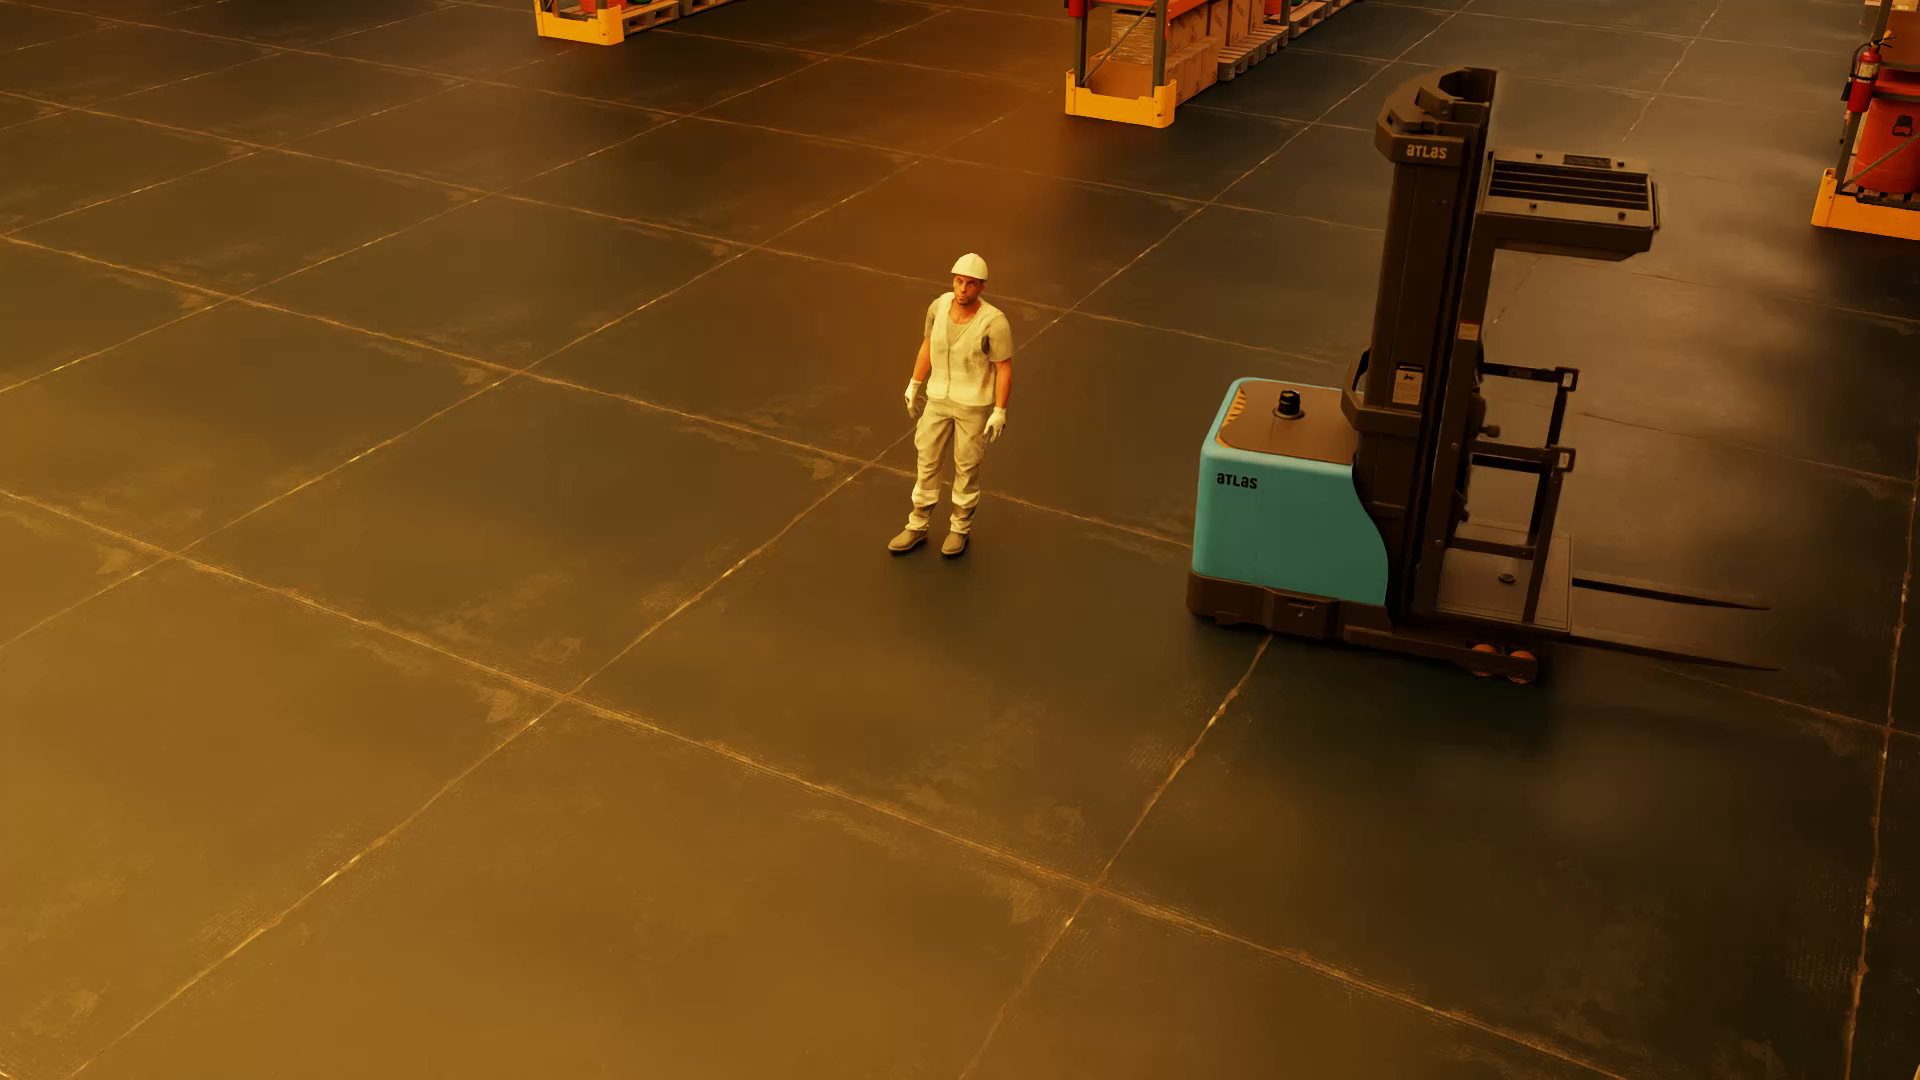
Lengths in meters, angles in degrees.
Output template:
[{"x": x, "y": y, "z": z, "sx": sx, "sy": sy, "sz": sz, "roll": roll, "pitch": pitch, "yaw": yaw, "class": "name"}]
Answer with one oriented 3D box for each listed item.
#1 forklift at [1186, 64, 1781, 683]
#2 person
[{"x": 2.831, "y": -0.819, "z": 8.490, "sx": 3.031, "sy": 2.935, "sz": 1.130, "roll": 10, "pitch": 31, "yaw": 16, "class": "forklift"}, {"x": -0.049, "y": -0.748, "z": 9.496, "sx": 0.636, "sy": 1.789, "sz": 0.562, "roll": 15, "pitch": 33, "yaw": 25, "class": "person"}]
